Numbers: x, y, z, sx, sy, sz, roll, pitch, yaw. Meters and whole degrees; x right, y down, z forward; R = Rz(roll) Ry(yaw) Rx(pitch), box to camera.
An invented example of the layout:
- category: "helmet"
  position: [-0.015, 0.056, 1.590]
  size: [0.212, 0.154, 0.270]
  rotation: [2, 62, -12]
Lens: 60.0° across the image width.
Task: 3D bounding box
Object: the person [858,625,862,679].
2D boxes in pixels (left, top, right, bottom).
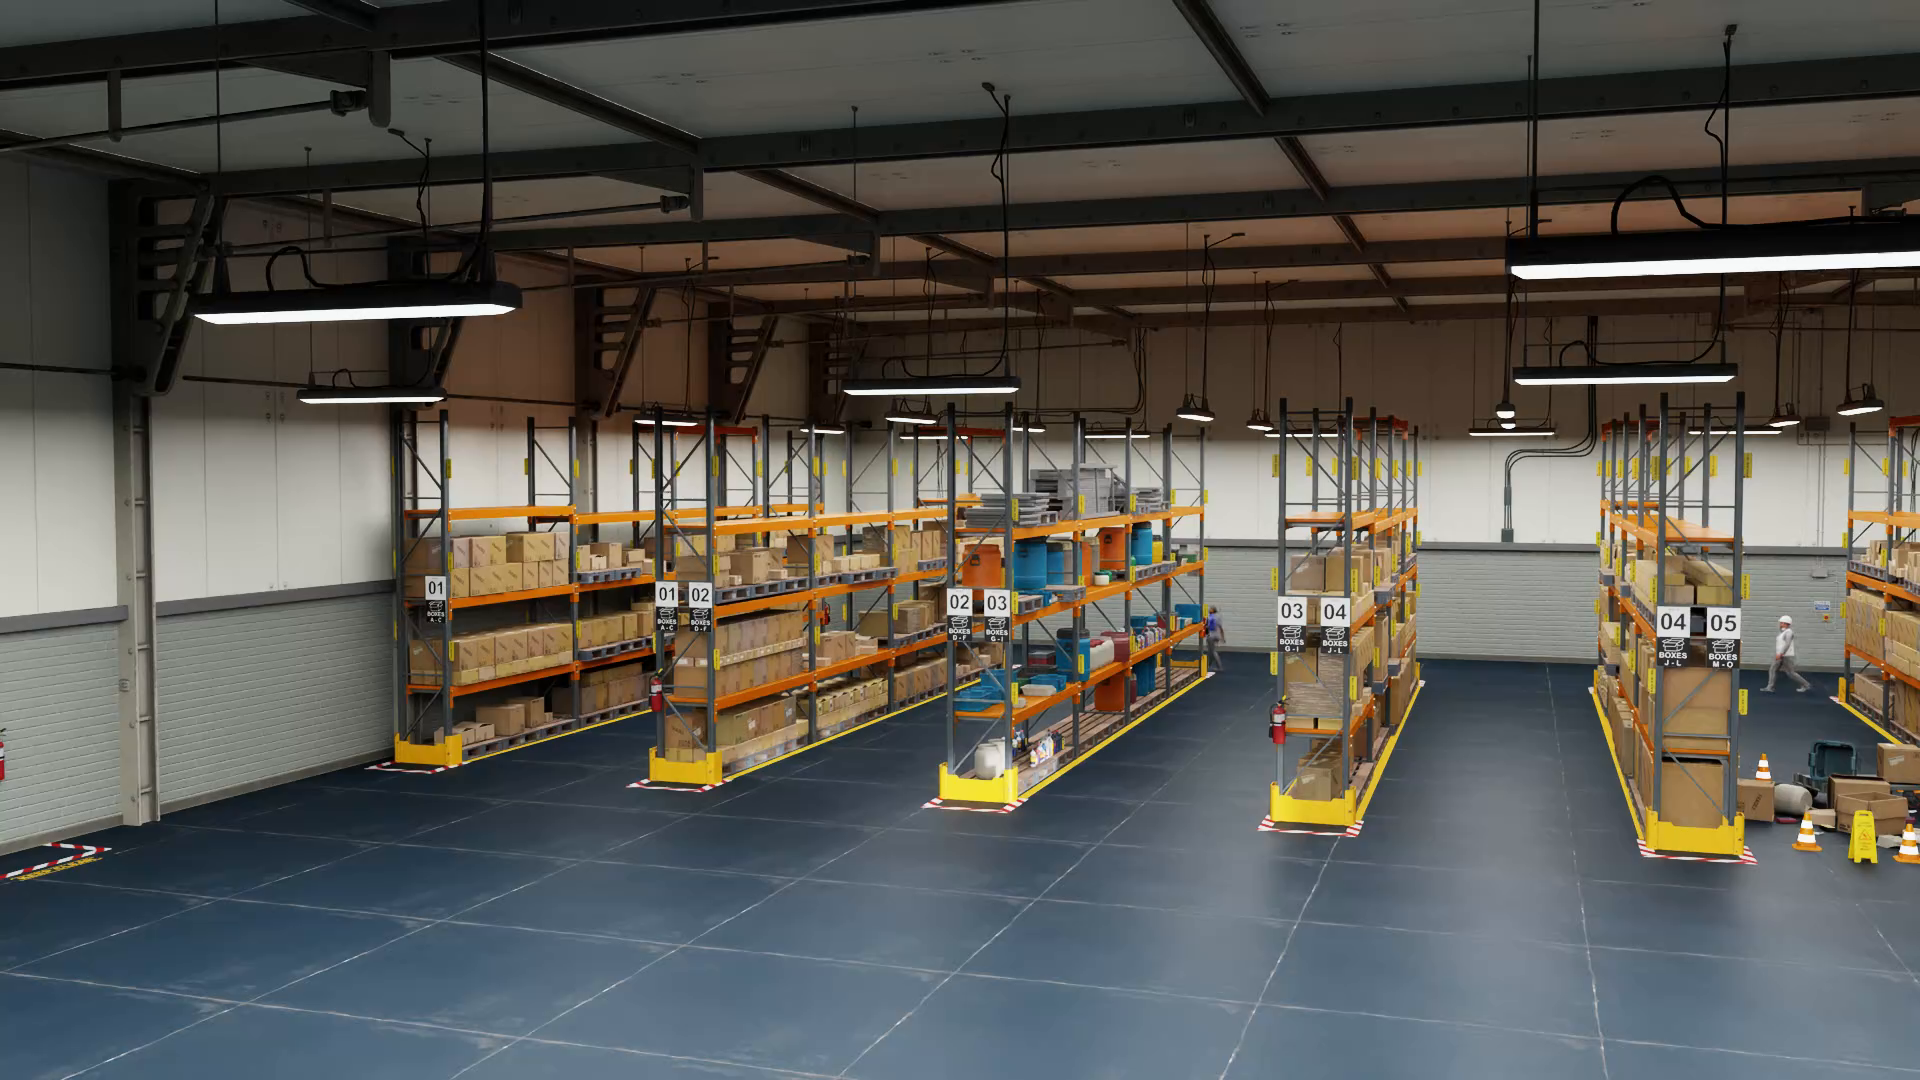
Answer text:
- category: "person"
  position: [-2.154, 2.503, 38.206]
  size: [0.380, 1.730, 0.600]
  rotation: [1, 3, 29]

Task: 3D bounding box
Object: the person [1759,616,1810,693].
- category: "person"
  position: [18.352, 2.555, 36.979]
  size: [1.005, 1.733, 0.563]
  rotation: [1, 3, 15]

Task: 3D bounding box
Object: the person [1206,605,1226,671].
- category: "person"
  position: [6.283, 2.414, 41.235]
  size: [0.580, 1.611, 0.934]
  rotation: [-1, 3, -26]
